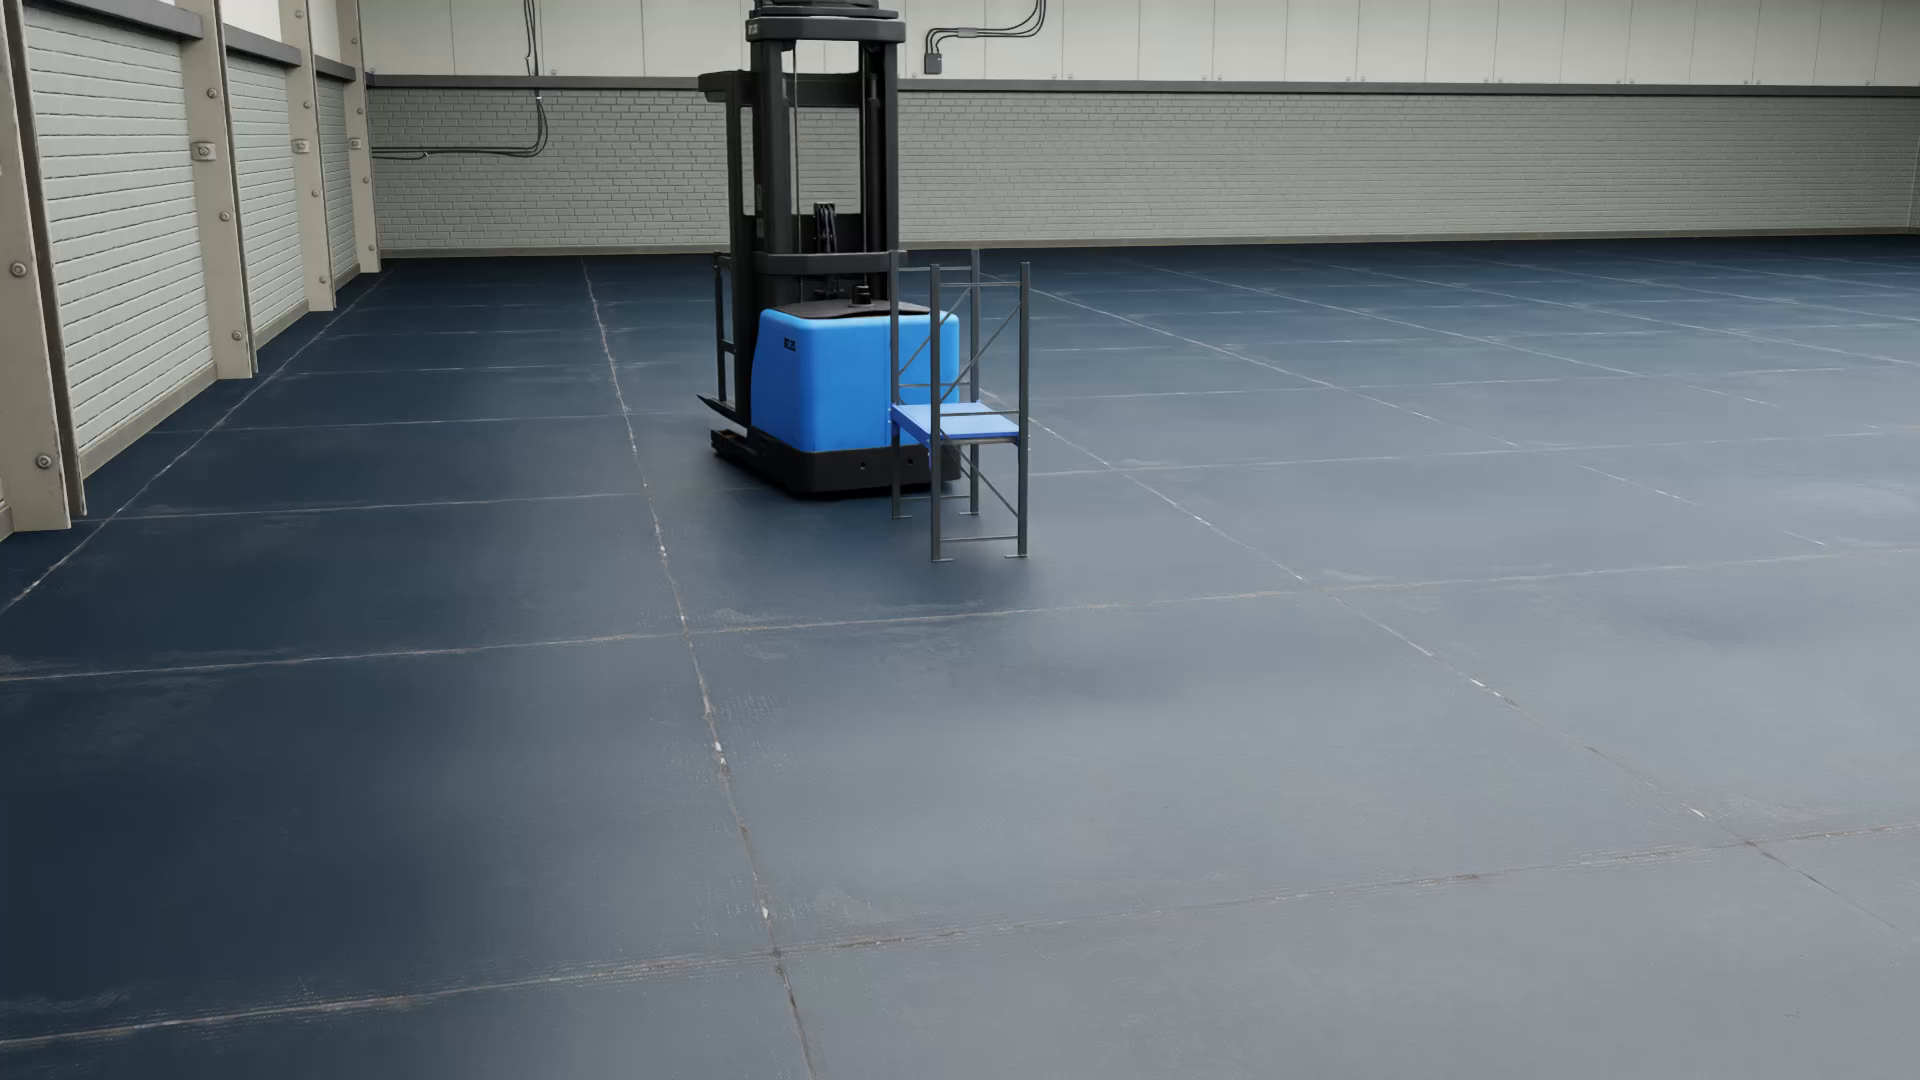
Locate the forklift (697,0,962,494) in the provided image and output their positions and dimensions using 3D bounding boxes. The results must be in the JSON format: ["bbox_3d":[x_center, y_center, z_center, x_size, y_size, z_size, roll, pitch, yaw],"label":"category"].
[{"bbox_3d":[-1.047,-2.003,10.950,1.130,2.935,3.031,-6,15,-23],"label":"forklift"}]

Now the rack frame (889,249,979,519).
[{"bbox_3d":[-0.139,-0.866,9.310,0.500,1.500,0.032,-3,14,-13],"label":"rack frame"}]

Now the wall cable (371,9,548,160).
[{"bbox_3d":[-8.751,-7.867,28.709,3.097,2.526,0.112,-3,14,-13],"label":"wall cable"}]

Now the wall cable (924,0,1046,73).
[{"bbox_3d":[0.481,-11.553,30.088,2.305,6.003,0.169,-3,14,-13],"label":"wall cable"}]

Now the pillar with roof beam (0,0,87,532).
[{"bbox_3d":[-0.932,-4.710,9.243,9.100,9.000,0.400,-3,14,-13],"label":"pillar with roof beam"}]

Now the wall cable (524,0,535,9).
[{"bbox_3d":[-6.121,-10.471,28.727,3.097,2.526,0.112,-3,14,-13],"label":"wall cable"}]

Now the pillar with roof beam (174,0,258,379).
[{"bbox_3d":[-2.341,-6.094,14.908,9.100,9.000,0.400,-3,14,-13],"label":"pillar with roof beam"}]

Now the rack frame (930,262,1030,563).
[{"bbox_3d":[0.099,-0.631,8.350,0.500,1.500,0.032,-3,14,-13],"label":"rack frame"}]

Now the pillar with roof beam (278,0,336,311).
[{"bbox_3d":[-3.750,-7.478,20.574,9.100,9.000,0.400,-3,14,-13],"label":"pillar with roof beam"}]

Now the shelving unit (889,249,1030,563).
[{"bbox_3d":[-0.020,-0.748,8.830,0.538,1.500,1.048,-3,14,-13],"label":"shelving unit"}]

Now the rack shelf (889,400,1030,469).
[{"bbox_3d":[-0.020,-0.574,8.872,0.538,0.185,1.000,-3,14,-13],"label":"rack shelf"}]

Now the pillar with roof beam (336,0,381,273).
[{"bbox_3d":[-5.160,-8.862,26.240,9.100,9.000,0.400,-3,14,-13],"label":"pillar with roof beam"}]
